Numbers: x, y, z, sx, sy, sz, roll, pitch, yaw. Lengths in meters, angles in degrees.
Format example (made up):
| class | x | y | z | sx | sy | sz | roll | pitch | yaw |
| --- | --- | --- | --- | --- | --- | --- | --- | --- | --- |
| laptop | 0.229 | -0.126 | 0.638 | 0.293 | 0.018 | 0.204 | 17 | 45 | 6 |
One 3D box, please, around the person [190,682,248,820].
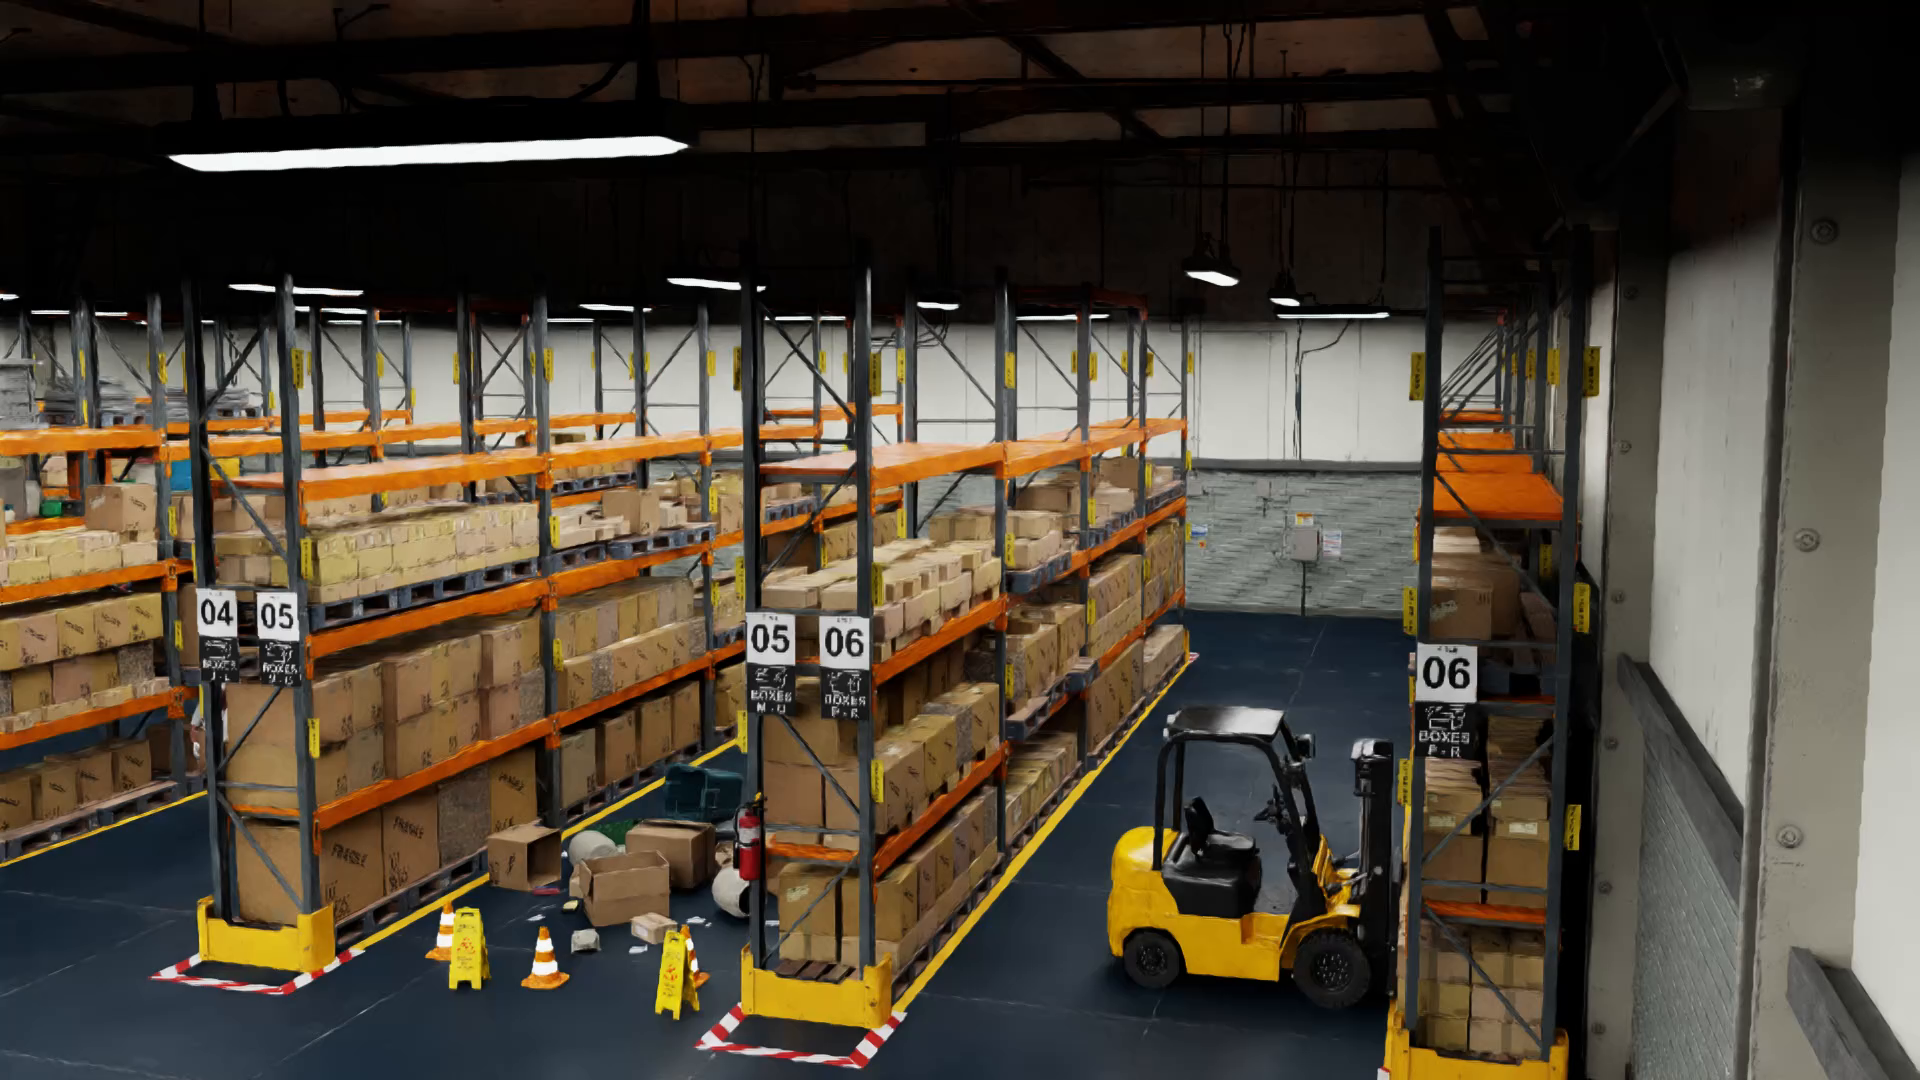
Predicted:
| class | x | y | z | sx | sy | sz | roll | pitch | yaw |
| --- | --- | --- | --- | --- | --- | --- | --- | --- | --- |
| person | -7.944 | 2.286 | 18.049 | 0.704 | 1.711 | 0.835 | 0 | 6 | -2 |
